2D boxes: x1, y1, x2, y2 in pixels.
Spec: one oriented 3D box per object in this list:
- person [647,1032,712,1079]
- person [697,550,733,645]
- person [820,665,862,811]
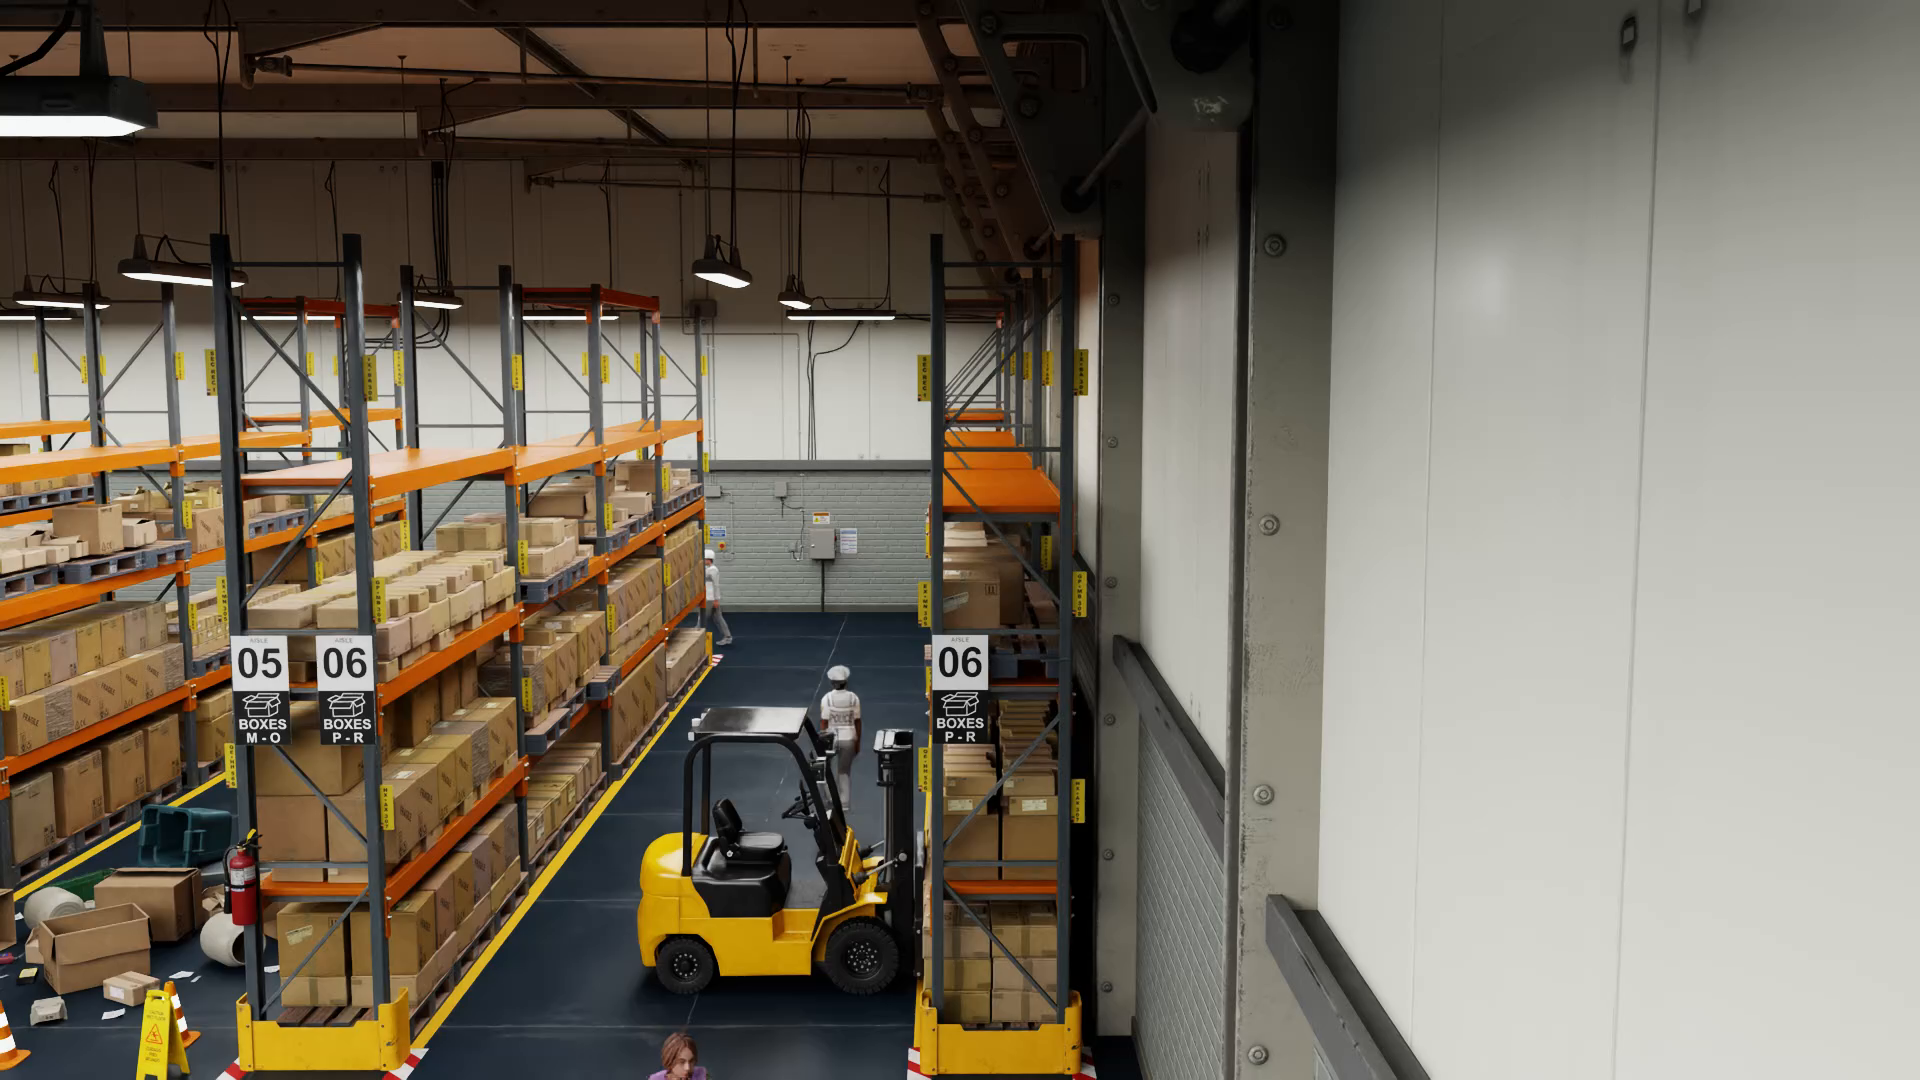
[{"bbox_3d":[-1.545,3.399,9.075,0.479,1.577,0.505,-2,7,-17],"label":"person"},{"bbox_3d":[-4.501,1.037,29.526,0.914,1.744,0.554,-2,7,-14],"label":"person"},{"bbox_3d":[-1.303,2.158,18.061,0.485,1.594,0.677,-1,6,-13],"label":"person"}]
